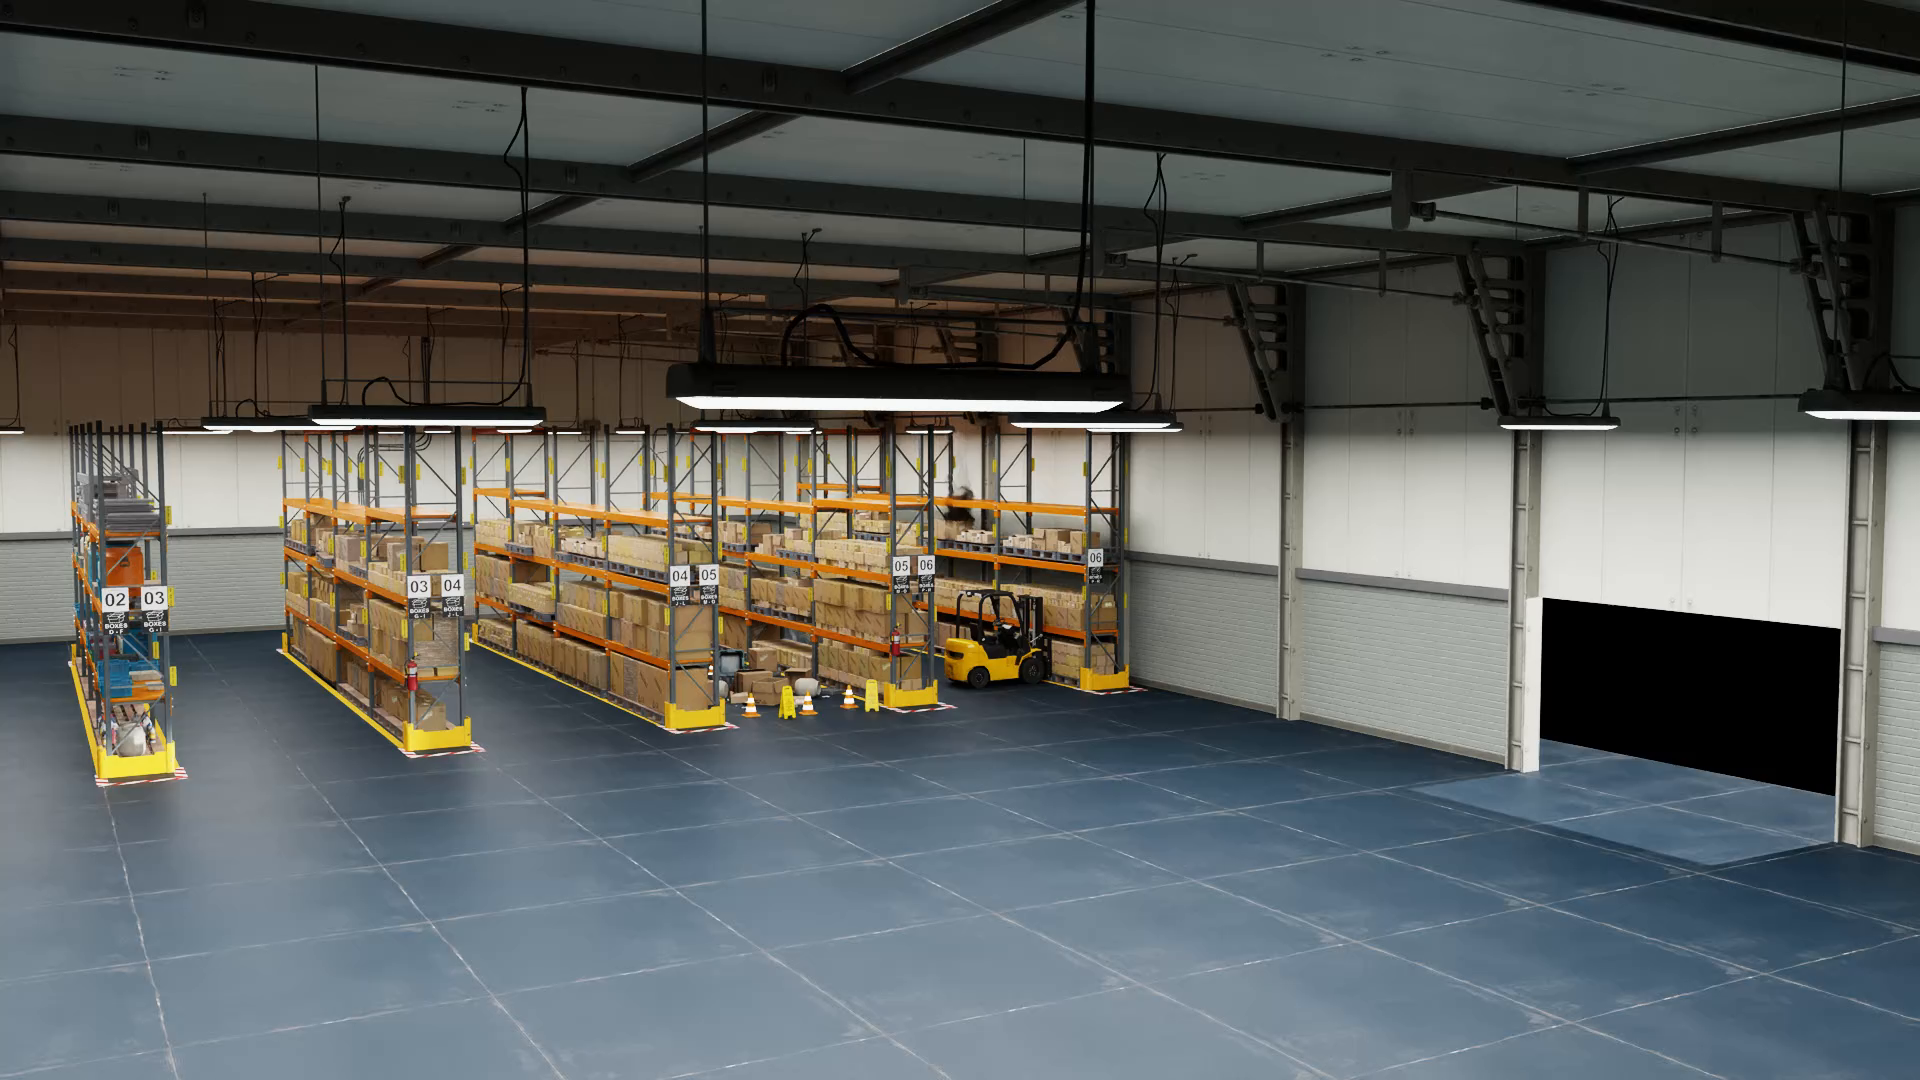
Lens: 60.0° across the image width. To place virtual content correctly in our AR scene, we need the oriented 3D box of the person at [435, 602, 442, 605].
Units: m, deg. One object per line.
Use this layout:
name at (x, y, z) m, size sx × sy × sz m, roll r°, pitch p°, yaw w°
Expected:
person at (-14.419, 2.112, 45.380) m, size 0.627 × 1.646 × 0.598 m, roll 0°, pitch 4°, yaw 0°

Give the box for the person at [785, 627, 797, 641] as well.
person at (-4.830, 1.969, 46.523) m, size 0.698 × 1.751 × 0.770 m, roll -3°, pitch 5°, yaw -40°
